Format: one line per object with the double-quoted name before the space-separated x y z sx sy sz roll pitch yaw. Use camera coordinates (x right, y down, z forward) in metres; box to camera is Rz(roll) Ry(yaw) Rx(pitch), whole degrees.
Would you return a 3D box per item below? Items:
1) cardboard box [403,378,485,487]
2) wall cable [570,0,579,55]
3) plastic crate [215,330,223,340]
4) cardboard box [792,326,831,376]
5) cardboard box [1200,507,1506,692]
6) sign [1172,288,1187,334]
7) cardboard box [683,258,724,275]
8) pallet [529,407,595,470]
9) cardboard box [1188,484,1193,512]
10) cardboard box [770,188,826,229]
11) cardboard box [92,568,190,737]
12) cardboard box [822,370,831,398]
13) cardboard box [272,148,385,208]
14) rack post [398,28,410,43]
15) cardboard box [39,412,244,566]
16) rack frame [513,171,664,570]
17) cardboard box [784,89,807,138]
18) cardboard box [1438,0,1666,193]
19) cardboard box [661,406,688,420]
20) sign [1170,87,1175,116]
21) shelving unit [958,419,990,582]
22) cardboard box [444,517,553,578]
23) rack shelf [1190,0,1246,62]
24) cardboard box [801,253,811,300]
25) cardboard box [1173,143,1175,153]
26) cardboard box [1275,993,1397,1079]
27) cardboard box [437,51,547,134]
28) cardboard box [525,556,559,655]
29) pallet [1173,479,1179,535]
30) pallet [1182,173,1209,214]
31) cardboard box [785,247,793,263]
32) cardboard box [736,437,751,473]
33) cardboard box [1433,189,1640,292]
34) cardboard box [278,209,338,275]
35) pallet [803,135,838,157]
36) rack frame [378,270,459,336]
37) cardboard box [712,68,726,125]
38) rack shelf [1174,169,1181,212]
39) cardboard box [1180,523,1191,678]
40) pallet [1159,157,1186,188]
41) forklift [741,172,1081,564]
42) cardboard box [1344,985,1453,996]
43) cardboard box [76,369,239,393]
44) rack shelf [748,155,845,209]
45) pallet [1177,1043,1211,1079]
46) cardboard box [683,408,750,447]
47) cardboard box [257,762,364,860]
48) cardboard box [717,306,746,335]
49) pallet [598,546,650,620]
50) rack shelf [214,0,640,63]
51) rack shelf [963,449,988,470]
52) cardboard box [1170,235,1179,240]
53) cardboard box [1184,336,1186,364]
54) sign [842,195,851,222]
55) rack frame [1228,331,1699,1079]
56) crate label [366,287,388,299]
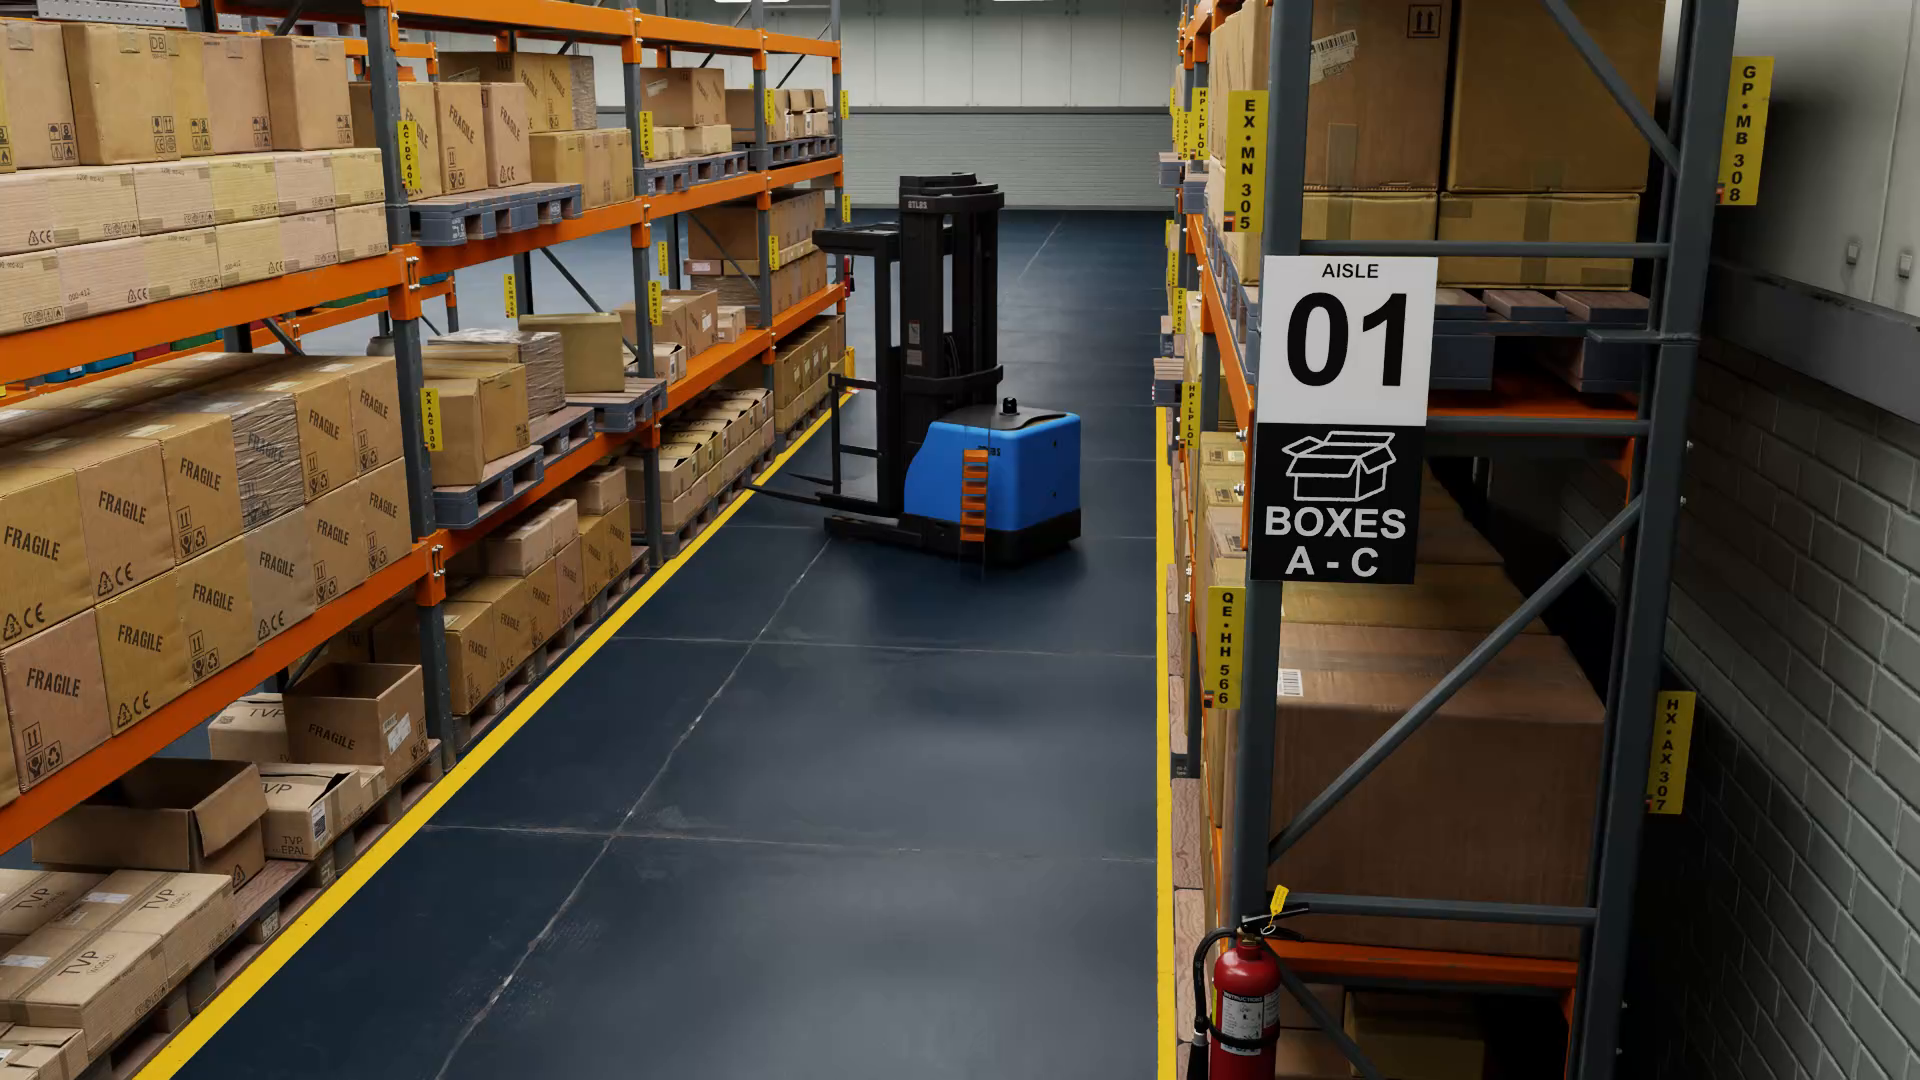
"cardboard box" -2.983 -0.581 9.068 0.700 0.500 0.500 -3 16 -13
"wall cable" -13.038 -16.662 51.526 2.305 6.003 0.169 2 15 6
"plastic crate" -7.092 -2.133 15.833 0.392 0.384 0.575 2 15 6
"cardboard box" -1.767 -2.156 18.915 0.500 0.500 0.500 2 15 6
"cardboard box" 1.427 0.305 6.214 0.980 0.700 0.700 1 15 4
"sign" 1.575 -1.641 11.916 0.100 0.325 0.005 2 15 6
"cardboard box" -2.538 -2.727 16.566 0.380 0.149 0.250 2 15 6
"pallet" -3.022 -0.654 10.702 1.003 0.211 1.213 2 15 6
"cardboard box" 1.471 -0.256 9.304 0.380 0.149 0.250 2 15 6
"cardboard box" -1.976 -3.866 19.537 0.700 0.500 0.500 2 15 6
"cardboard box" -3.285 0.404 6.230 0.500 0.500 0.500 2 15 6
"cardboard box" -1.770 -1.794 19.013 0.500 0.250 0.500 2 15 6
"cardboard box" -3.043 -1.697 7.773 0.500 0.250 0.500 2 15 6
"rack post" -7.037 -5.935 19.330 0.937 0.300 0.954 3 15 12
"cardboard box" -3.228 -0.212 6.592 0.500 0.500 0.500 2 15 6
"rack frame" -2.807 -1.251 12.543 1.000 3.000 0.127 2 15 6
"cardboard box" -2.045 -4.480 17.467 0.797 0.503 0.637 3 16 12
"cardboard box" 1.535 -1.202 4.470 0.500 0.500 0.500 1 15 4
"cardboard box" -2.769 -1.071 15.265 0.500 0.311 0.500 1 15 4
"sign" 2.479 -5.067 19.234 0.100 0.325 0.005 2 15 6
"shelving unit" 0.104 -0.298 12.453 0.189 1.200 0.258 2 15 -1
"cardboard box" -2.849 0.041 10.274 0.500 0.250 0.500 2 15 6
"rack shelf" 1.890 -2.943 9.452 1.077 0.370 4.000 2 15 6
"cardboard box" -2.086 -2.989 18.777 0.700 0.500 0.500 2 15 7
"cardboard box" 2.636 -4.469 18.468 0.500 0.500 0.500 3 15 10
"cardboard box" 1.192 1.788 5.287 0.700 0.500 0.500 2 15 6
"cardboard box" -2.978 -2.853 10.612 0.500 0.500 0.500 2 15 6
"cardboard box" -2.849 0.394 10.404 0.500 0.500 0.500 2 15 7
"pallet" 2.345 -0.278 14.287 1.003 0.211 1.213 2 15 6
"pallet" 2.096 -2.295 11.017 1.213 0.211 1.003 2 15 9
"cardboard box" -1.992 -3.048 17.755 0.380 0.149 0.250 1 15 5
"cardboard box" -2.231 -0.784 15.279 0.500 0.250 0.500 2 15 8
"cardboard box" 1.539 -0.840 4.567 0.500 0.250 0.500 2 15 9
"cardboard box" -3.116 -1.326 7.360 0.500 0.250 0.500 2 15 6
"pallet" -2.010 -4.549 19.161 1.003 0.211 1.213 2 15 6
"rack frame" -6.826 -3.473 20.759 1.000 3.000 0.127 2 15 6
"cardboard box" -2.464 -4.070 15.268 0.500 0.500 0.500 2 15 7
"rack shelf" 2.792 -3.763 17.464 1.077 0.370 4.000 2 15 6
"cardboard box" 1.706 0.363 9.887 0.750 0.750 0.750 2 15 8
"pallet" 2.277 -3.075 13.901 1.213 0.211 1.003 2 15 6
"forklift" -0.508 -1.512 13.640 3.031 2.935 1.130 11 19 35
"cardboard box" 1.433 1.382 5.547 0.380 0.149 0.250 2 15 6
"cardboard box" -3.649 -0.497 7.646 0.500 0.500 0.500 1 15 5
"rack shelf" -2.130 -3.908 18.000 1.077 0.370 4.000 2 15 6
"pallet" 1.225 2.105 5.473 1.003 0.211 1.213 2 15 6
"cardboard box" -2.228 -1.057 15.213 0.500 0.311 0.500 2 15 6
"cardboard box" -3.125 1.222 7.703 0.500 0.311 0.500 2 15 6
"cardboard box" -2.368 -2.087 15.922 0.500 0.250 0.500 3 15 10
"pallet" -2.929 0.287 12.195 1.003 0.211 1.213 2 15 6
"rack shelf" -3.033 -3.088 9.988 1.077 0.370 4.000 2 15 6
"rack shelf" 0.117 -0.603 12.371 0.180 0.103 0.258 2 15 -1
"cardboard box" 2.489 -2.970 17.710 0.500 0.500 0.500 2 15 8
"cardboard box" 1.806 -1.189 11.514 0.500 0.500 0.500 2 15 8
"sign" -1.367 -3.980 19.962 0.100 0.325 0.005 2 15 6
"rack frame" 1.213 0.969 4.334 1.000 3.000 0.127 2 15 6
"crate label" -6.765 -3.005 18.960 0.502 0.435 0.616 2 15 6
